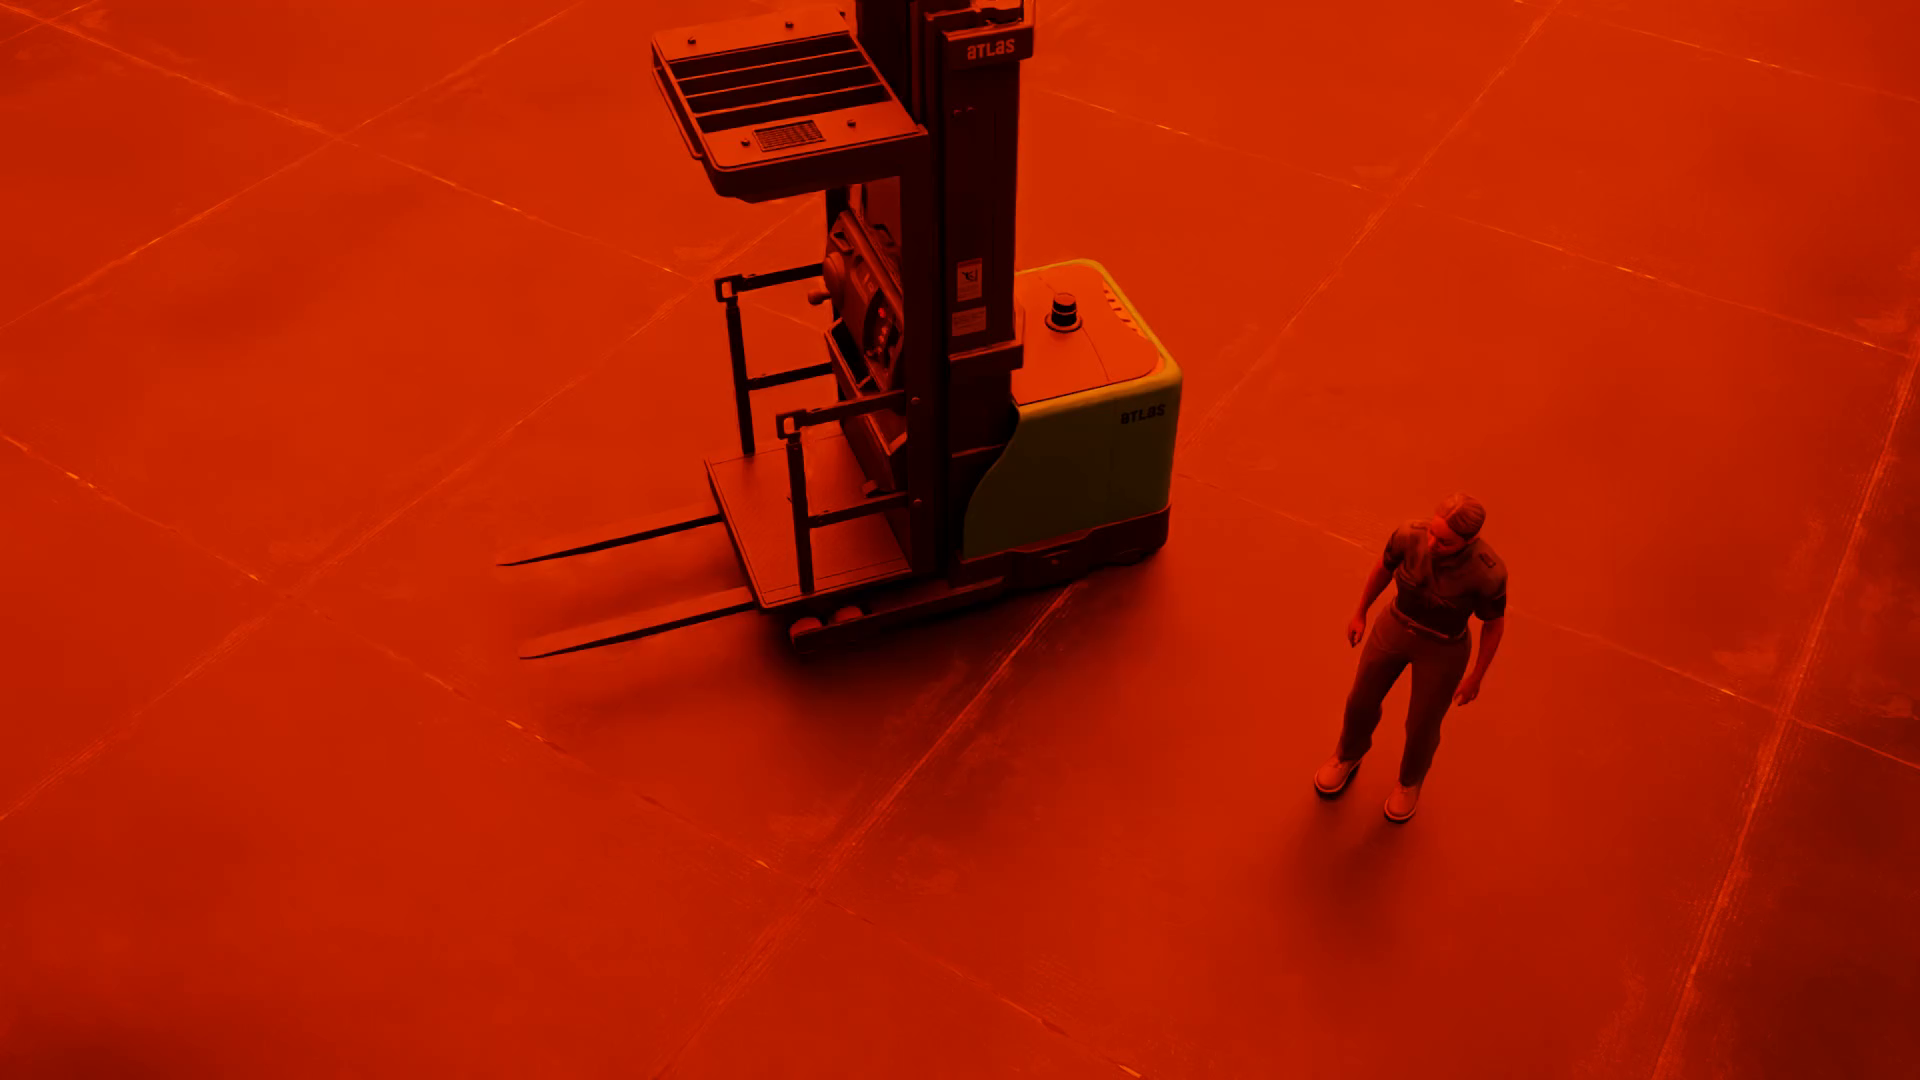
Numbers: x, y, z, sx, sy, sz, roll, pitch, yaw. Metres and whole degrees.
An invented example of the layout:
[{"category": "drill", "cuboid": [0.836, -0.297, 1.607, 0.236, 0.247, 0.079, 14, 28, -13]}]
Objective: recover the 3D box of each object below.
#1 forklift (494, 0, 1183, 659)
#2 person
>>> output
[{"category": "forklift", "cuboid": [-0.585, -0.969, 6.871, 3.031, 2.935, 1.130, -14, 45, -14]}, {"category": "person", "cuboid": [1.736, 0.419, 6.338, 0.553, 1.652, 0.377, 28, 50, 27]}]
